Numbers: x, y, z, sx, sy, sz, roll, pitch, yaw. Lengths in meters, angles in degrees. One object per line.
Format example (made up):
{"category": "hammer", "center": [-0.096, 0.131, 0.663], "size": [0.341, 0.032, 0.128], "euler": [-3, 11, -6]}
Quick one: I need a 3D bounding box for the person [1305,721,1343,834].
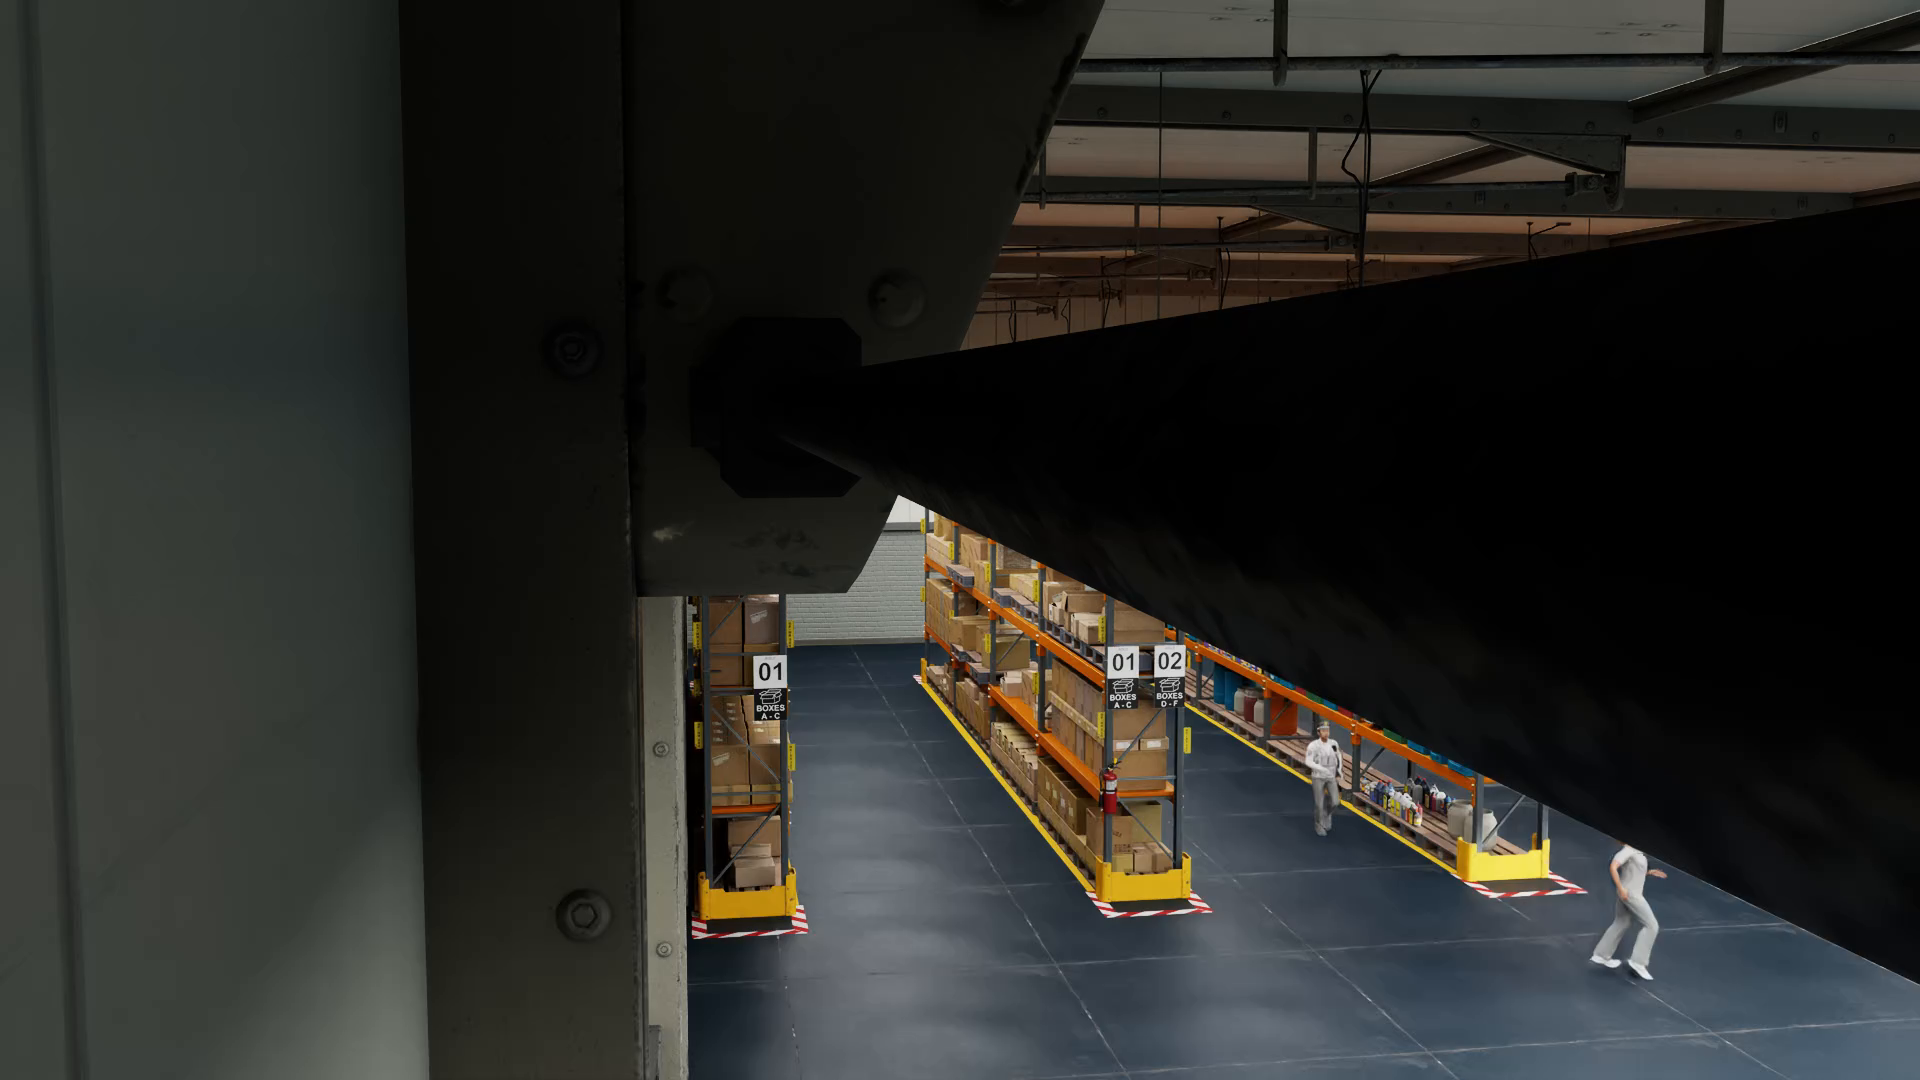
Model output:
{"category": "person", "center": [5.234, 3.407, 23.769], "size": [0.597, 1.660, 0.569], "euler": [0, 5, -6]}

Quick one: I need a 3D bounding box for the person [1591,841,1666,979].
{"category": "person", "center": [7.305, 3.913, 18.145], "size": [0.742, 1.717, 0.553], "euler": [1, 5, 16]}
